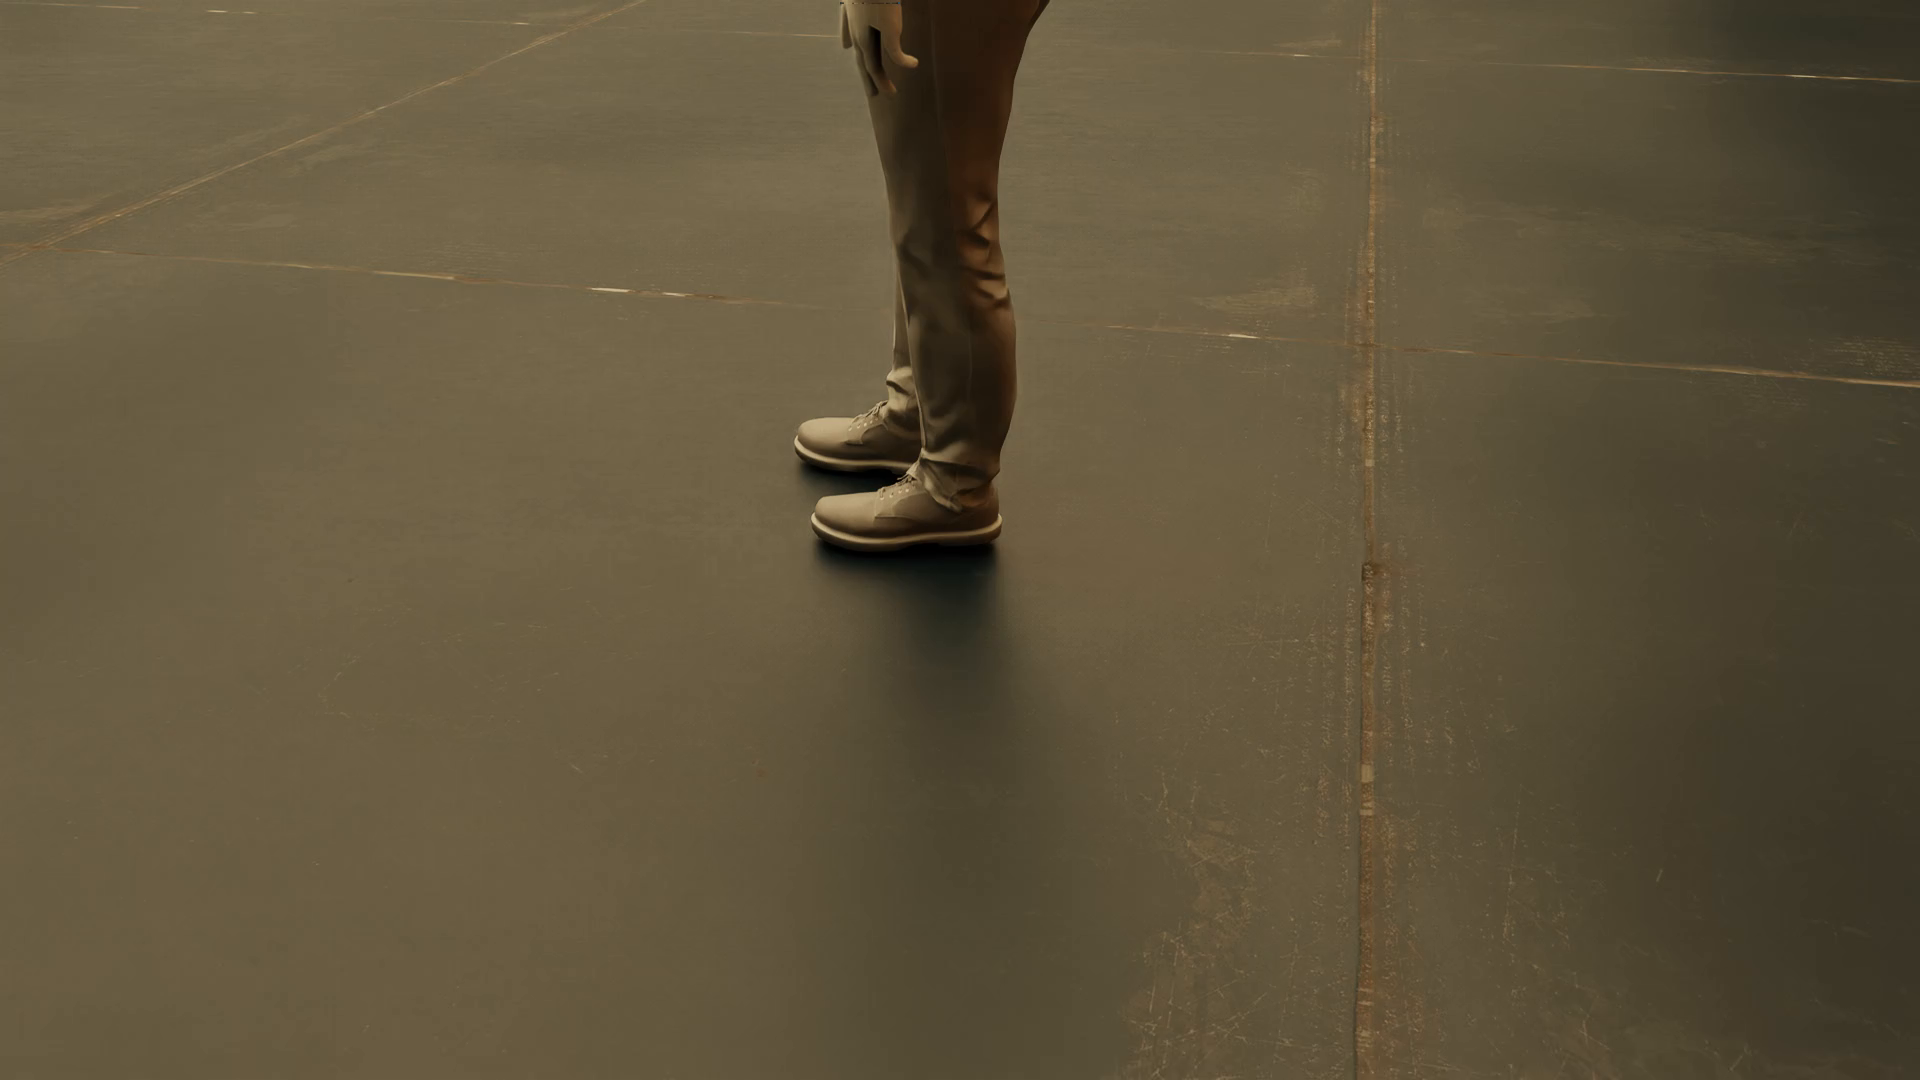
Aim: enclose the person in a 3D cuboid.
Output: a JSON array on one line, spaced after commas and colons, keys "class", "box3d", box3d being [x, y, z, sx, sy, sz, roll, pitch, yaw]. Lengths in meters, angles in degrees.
[{"class": "person", "box3d": [-0.064, -0.772, 2.134, 0.533, 1.696, 0.588, 6, 27, 11]}]
